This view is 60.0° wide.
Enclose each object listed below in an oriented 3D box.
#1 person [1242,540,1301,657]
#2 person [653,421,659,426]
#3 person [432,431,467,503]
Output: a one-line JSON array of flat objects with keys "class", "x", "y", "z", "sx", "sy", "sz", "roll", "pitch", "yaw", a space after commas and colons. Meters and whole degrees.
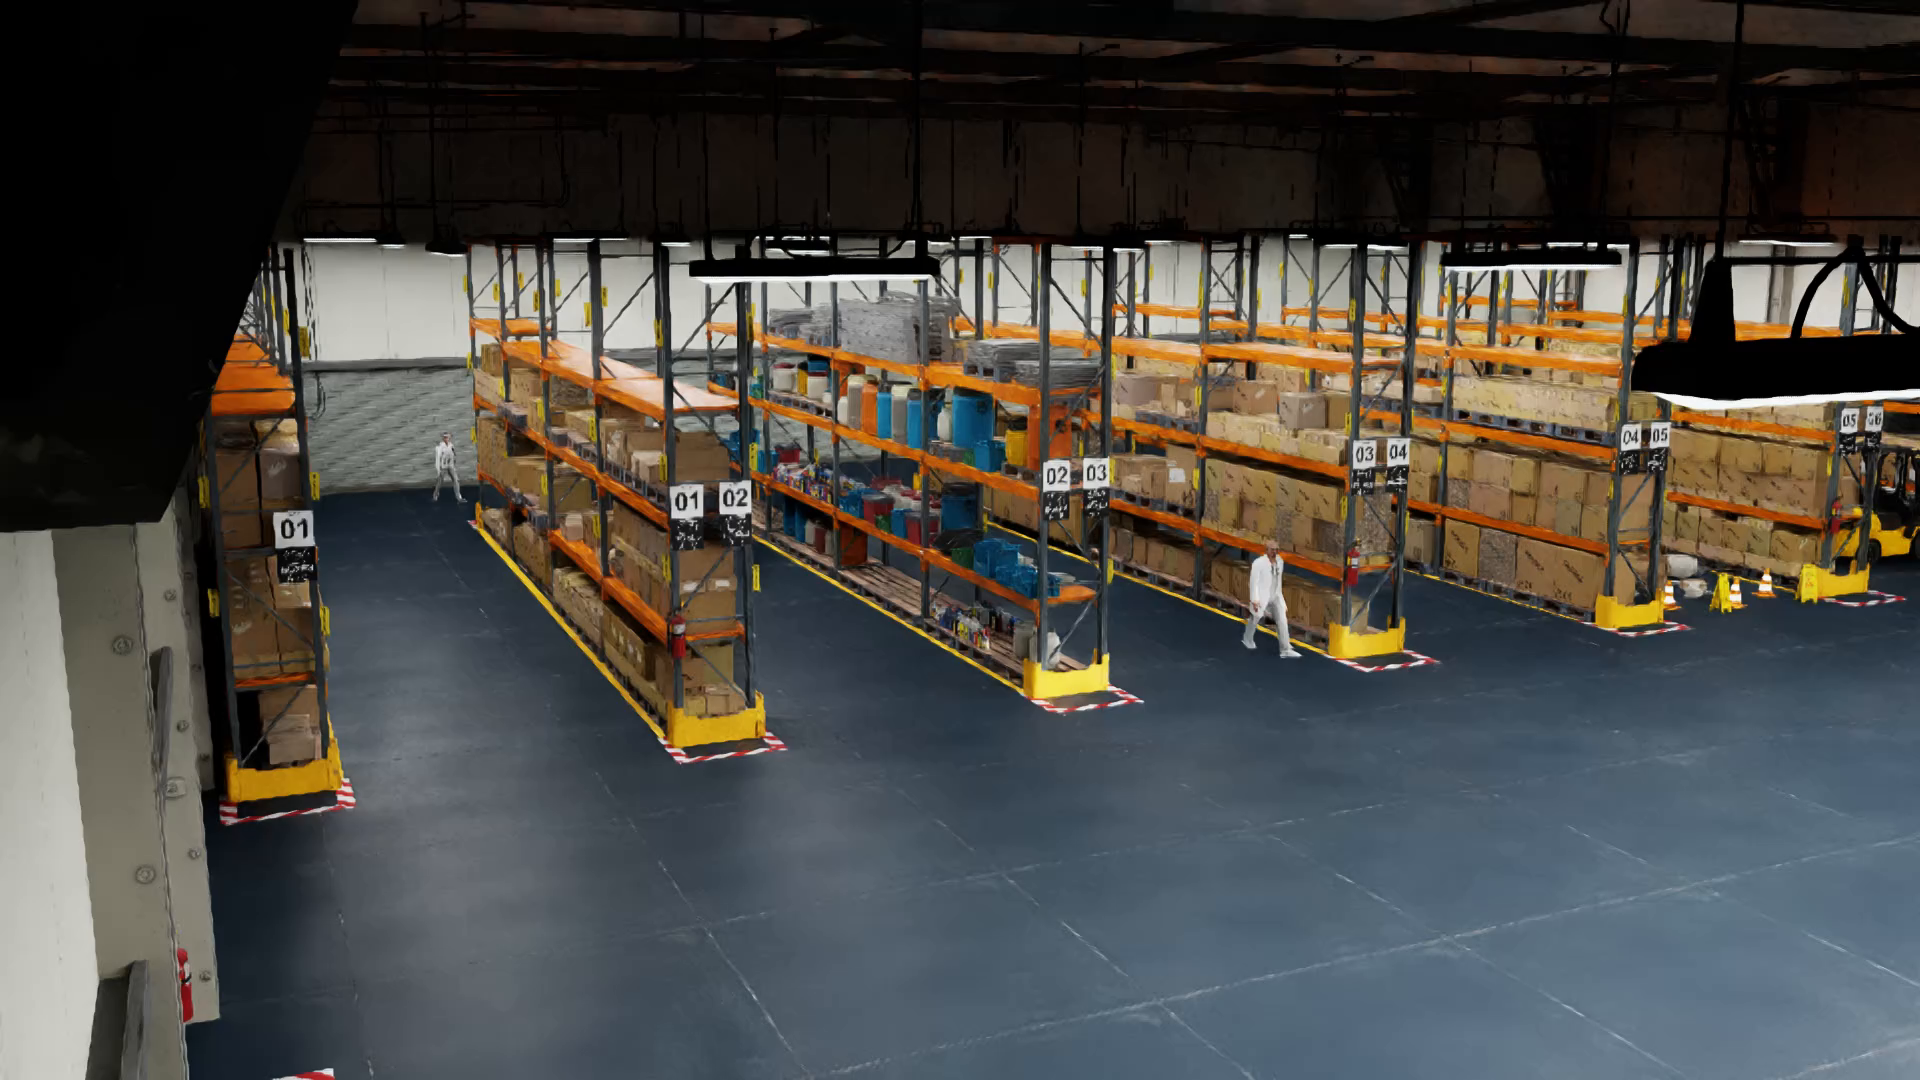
[{"class": "person", "x": 4.505, "y": 0.825, "z": 24.291, "sx": 0.585, "sy": 1.696, "sz": 1.174, "roll": -4, "pitch": 12, "yaw": -19}, {"class": "person", "x": -6.935, "y": -1.886, "z": 38.306, "sx": 0.539, "sy": 1.715, "sz": 1.031, "roll": -3, "pitch": 11, "yaw": -15}, {"class": "person", "x": -11.539, "y": -1.643, "z": 37.350, "sx": 0.932, "sy": 1.622, "sz": 0.530, "roll": 10, "pitch": 15, "yaw": 42}]
